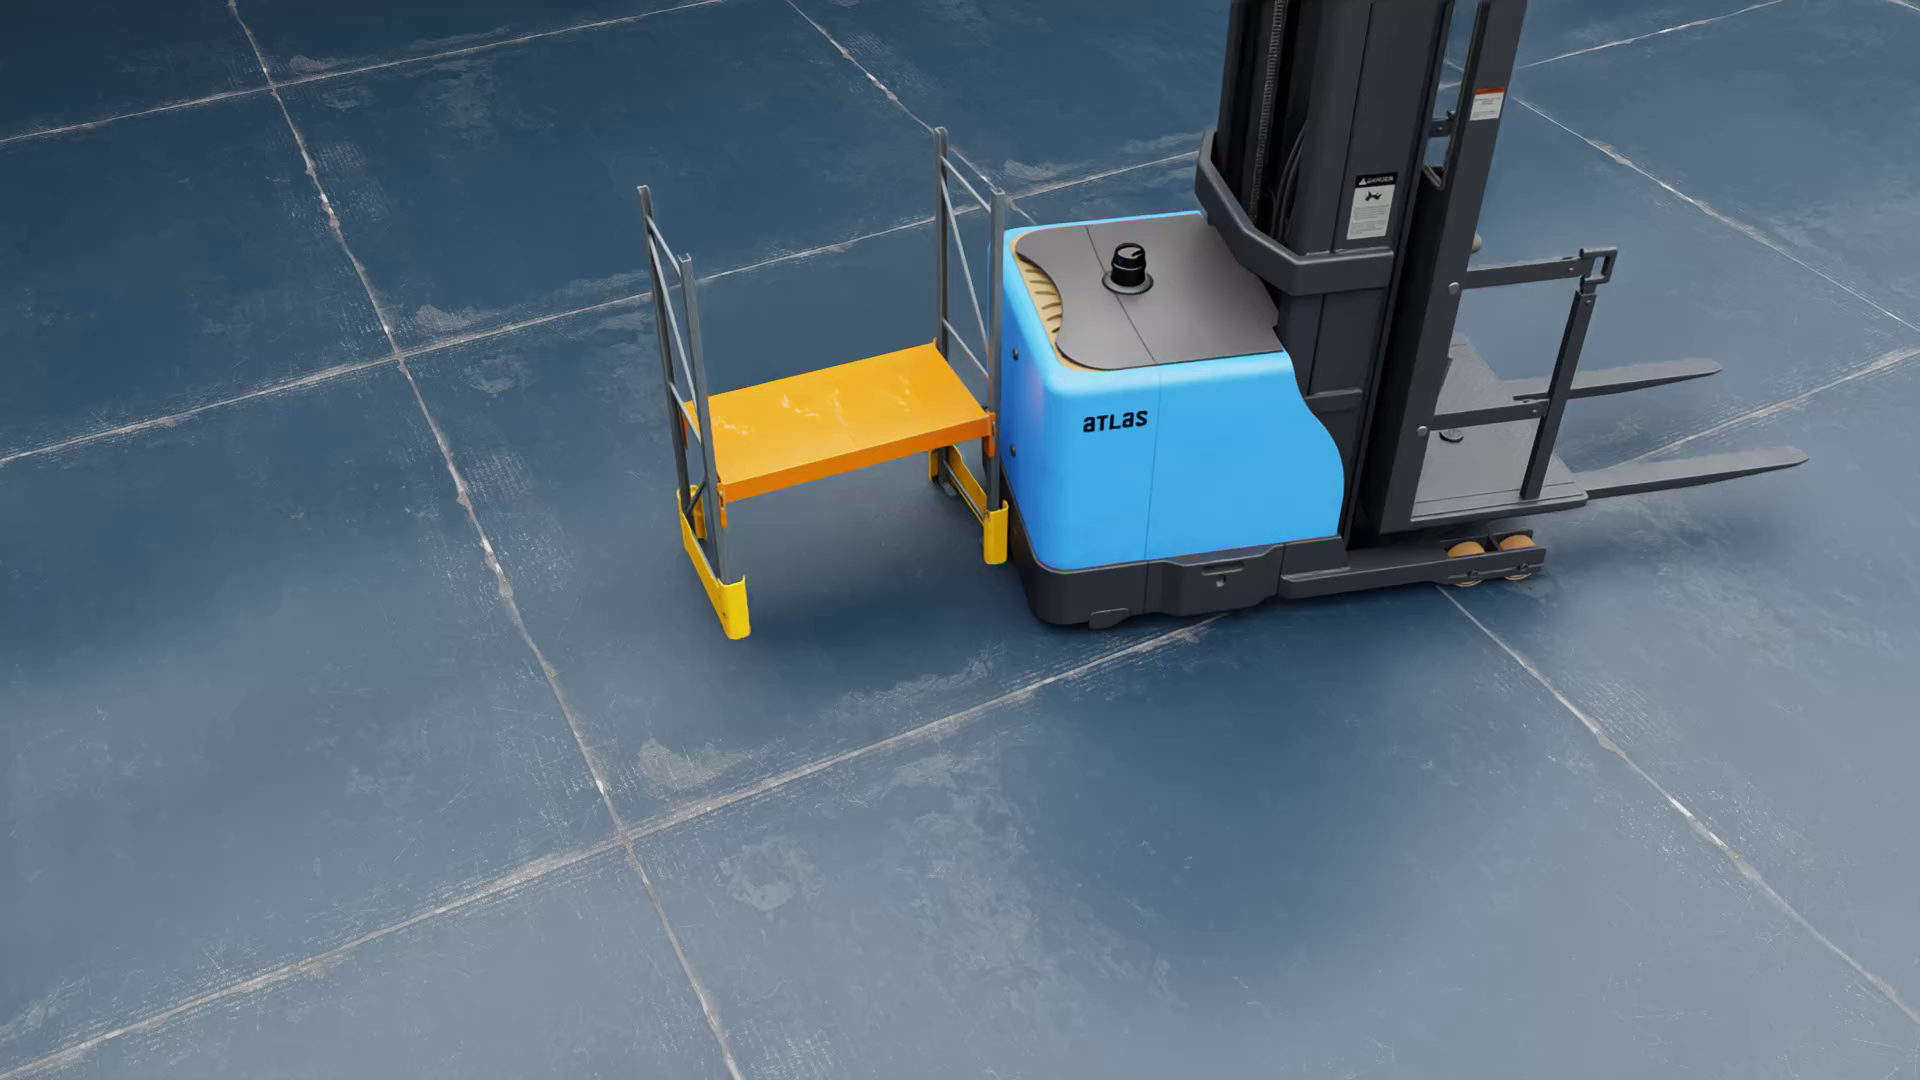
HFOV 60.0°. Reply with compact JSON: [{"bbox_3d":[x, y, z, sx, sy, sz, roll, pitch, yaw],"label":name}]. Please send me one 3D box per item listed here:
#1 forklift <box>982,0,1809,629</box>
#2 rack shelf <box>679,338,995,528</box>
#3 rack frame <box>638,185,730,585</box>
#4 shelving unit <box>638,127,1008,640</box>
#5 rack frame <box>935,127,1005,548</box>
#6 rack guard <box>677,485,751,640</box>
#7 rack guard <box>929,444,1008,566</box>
[{"bbox_3d":[1.655,-1.277,5.491,3.031,2.935,1.130,-7,41,-8],"label":"forklift"},{"bbox_3d":[-0.438,-0.391,5.829,1.000,0.185,0.538,-16,43,-18],"label":"rack shelf"},{"bbox_3d":[-0.904,-0.397,5.558,0.032,1.500,0.500,-16,43,-18],"label":"rack frame"},{"bbox_3d":[-0.430,-0.530,5.716,1.083,1.500,0.587,-16,43,-18],"label":"shelving unit"},{"bbox_3d":[0.028,-0.659,5.868,0.032,1.500,0.500,-16,43,-18],"label":"rack frame"},{"bbox_3d":[-0.887,0.075,5.968,0.087,0.250,0.587,-16,43,-18],"label":"rack guard"},{"bbox_3d":[0.027,-0.182,6.271,0.087,0.250,0.587,-16,43,-18],"label":"rack guard"}]
